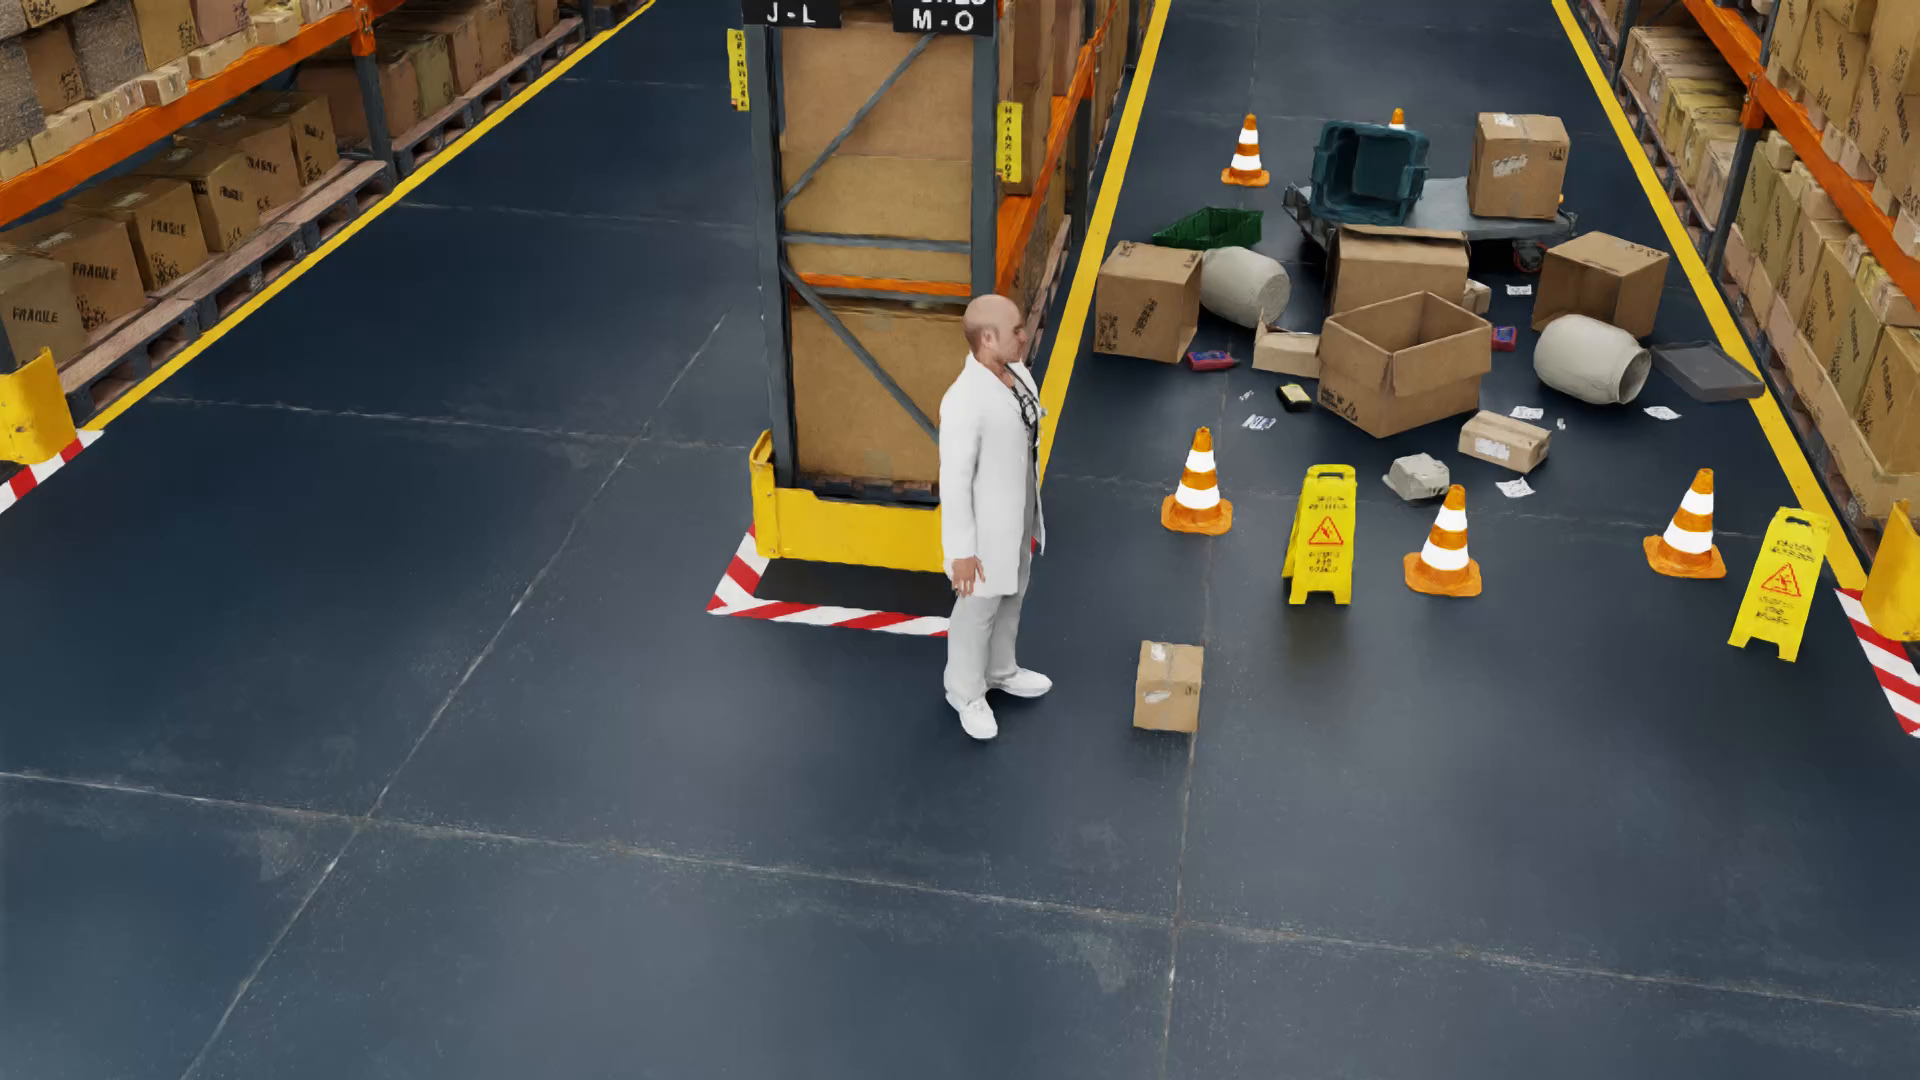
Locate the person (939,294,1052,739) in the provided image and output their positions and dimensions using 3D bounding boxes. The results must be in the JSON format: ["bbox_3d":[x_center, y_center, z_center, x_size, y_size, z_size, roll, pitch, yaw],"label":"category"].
[{"bbox_3d":[0.117,-0.082,6.239,0.377,1.784,0.697,14,35,21],"label":"person"}]
